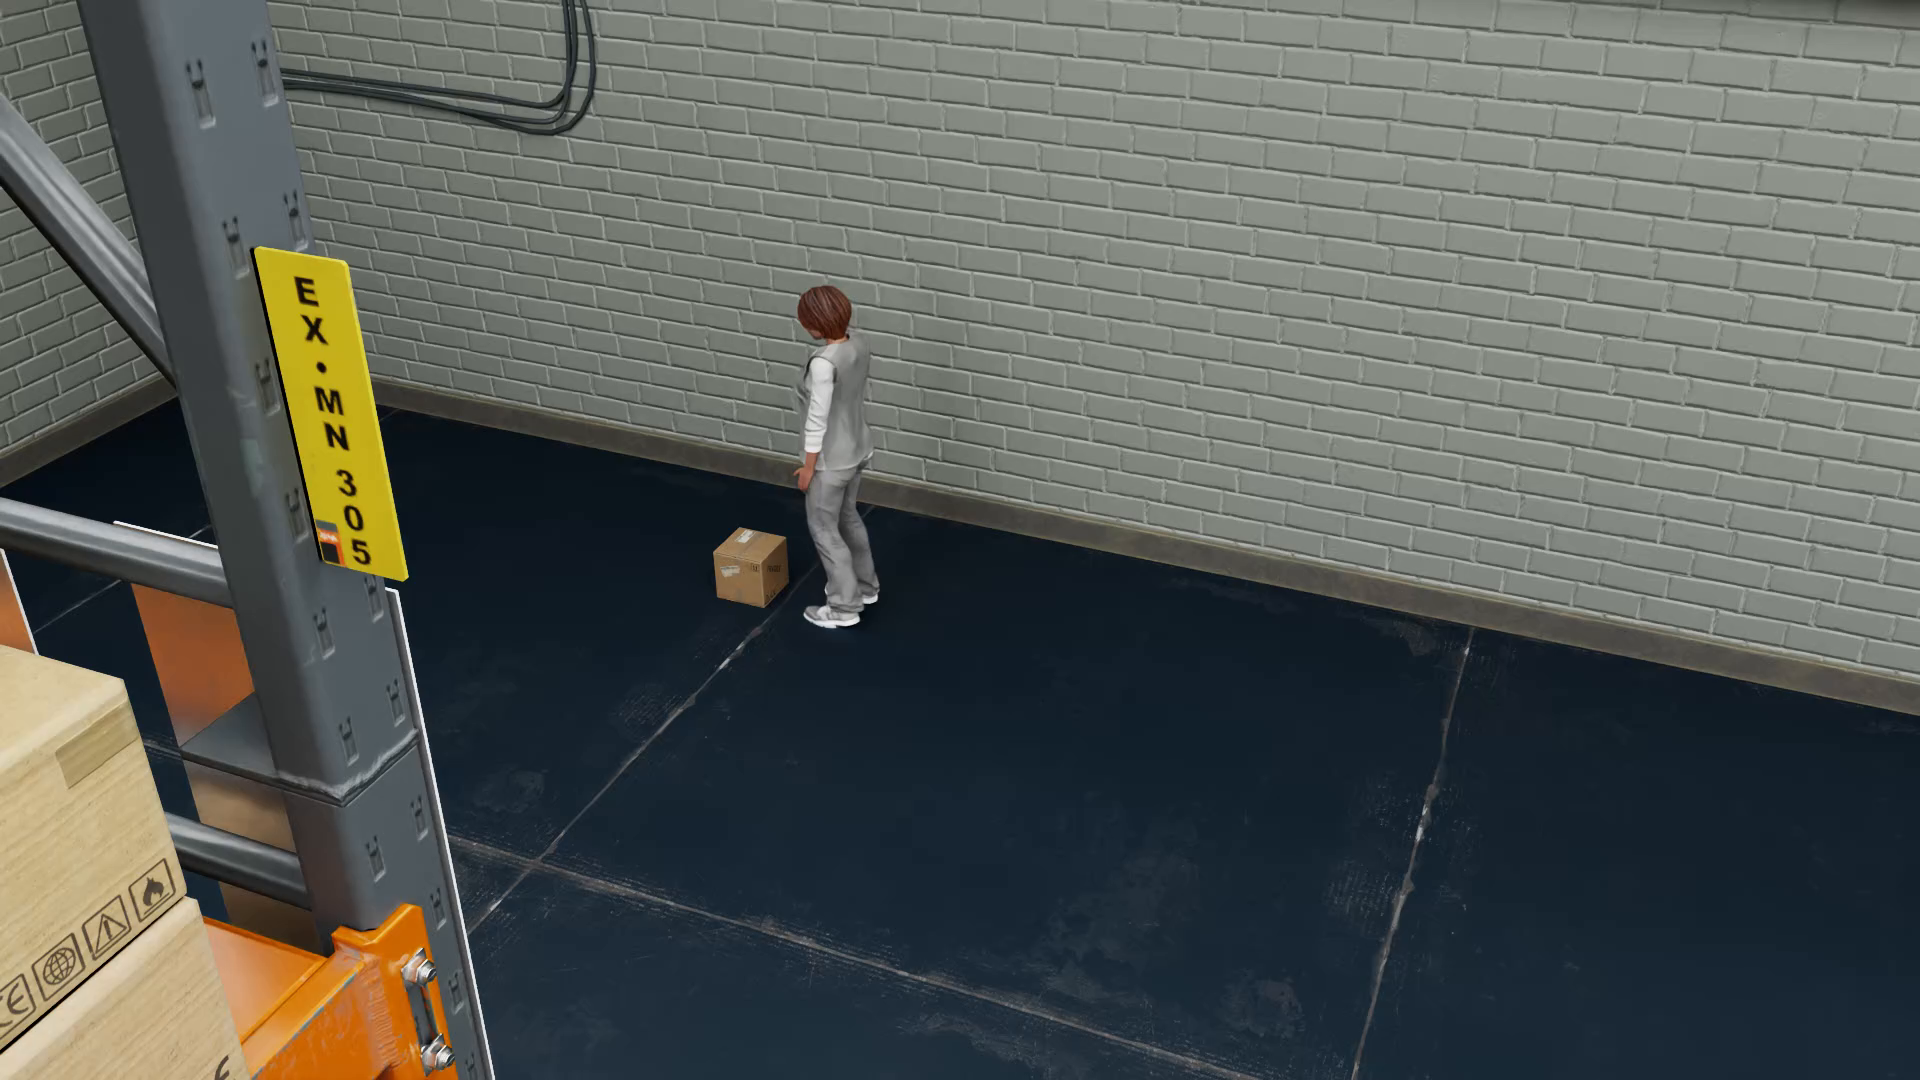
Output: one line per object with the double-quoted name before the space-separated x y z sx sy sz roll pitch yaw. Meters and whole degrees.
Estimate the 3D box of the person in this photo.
"person" -0.547 -0.346 7.262 0.299 1.588 0.407 12 32 20
